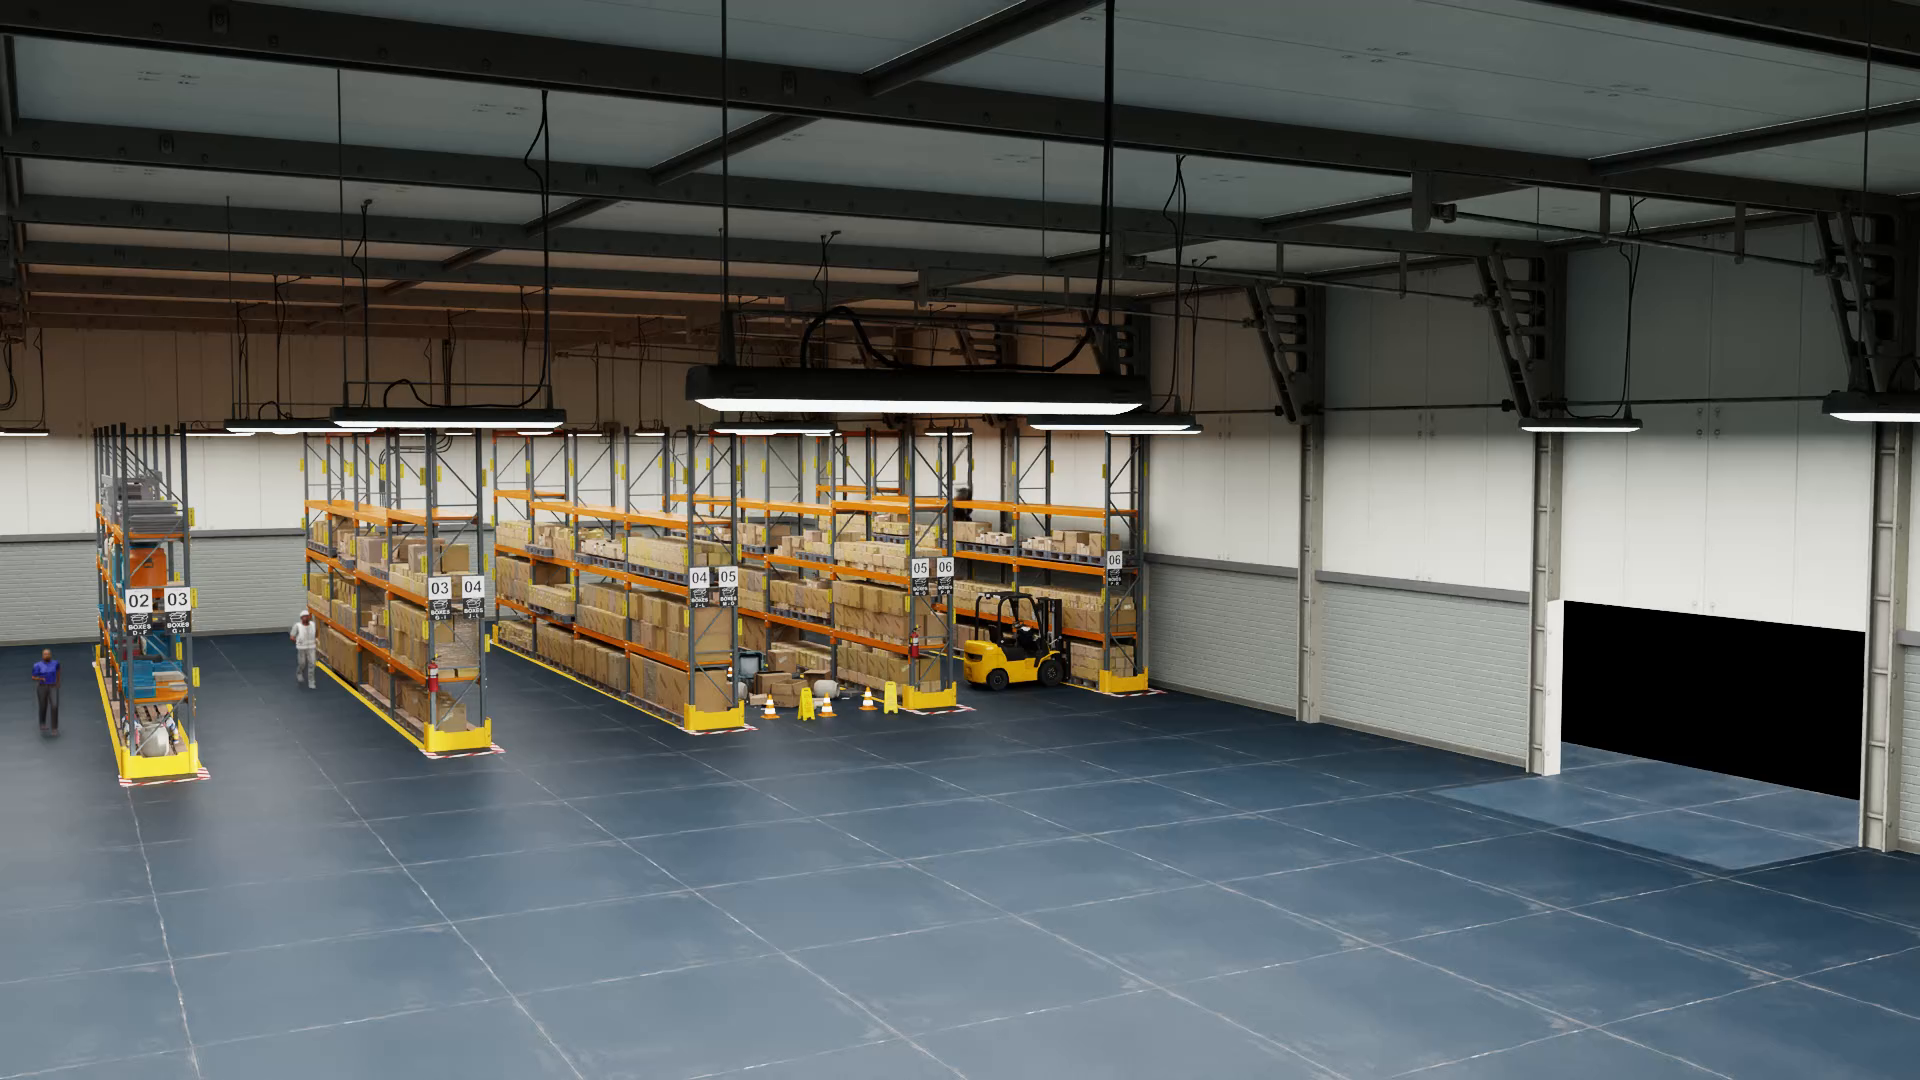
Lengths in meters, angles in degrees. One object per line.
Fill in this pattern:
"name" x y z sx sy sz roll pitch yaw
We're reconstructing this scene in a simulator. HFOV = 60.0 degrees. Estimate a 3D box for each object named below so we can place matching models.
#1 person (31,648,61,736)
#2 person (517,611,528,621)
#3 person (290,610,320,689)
"person" -17.752 2.947 32.332 0.535 1.707 0.843 -2 4 -34
"person" -12.543 1.960 48.151 0.618 1.730 0.779 2 4 25
"person" -15.072 2.512 38.313 0.683 1.788 0.968 -3 4 -37
